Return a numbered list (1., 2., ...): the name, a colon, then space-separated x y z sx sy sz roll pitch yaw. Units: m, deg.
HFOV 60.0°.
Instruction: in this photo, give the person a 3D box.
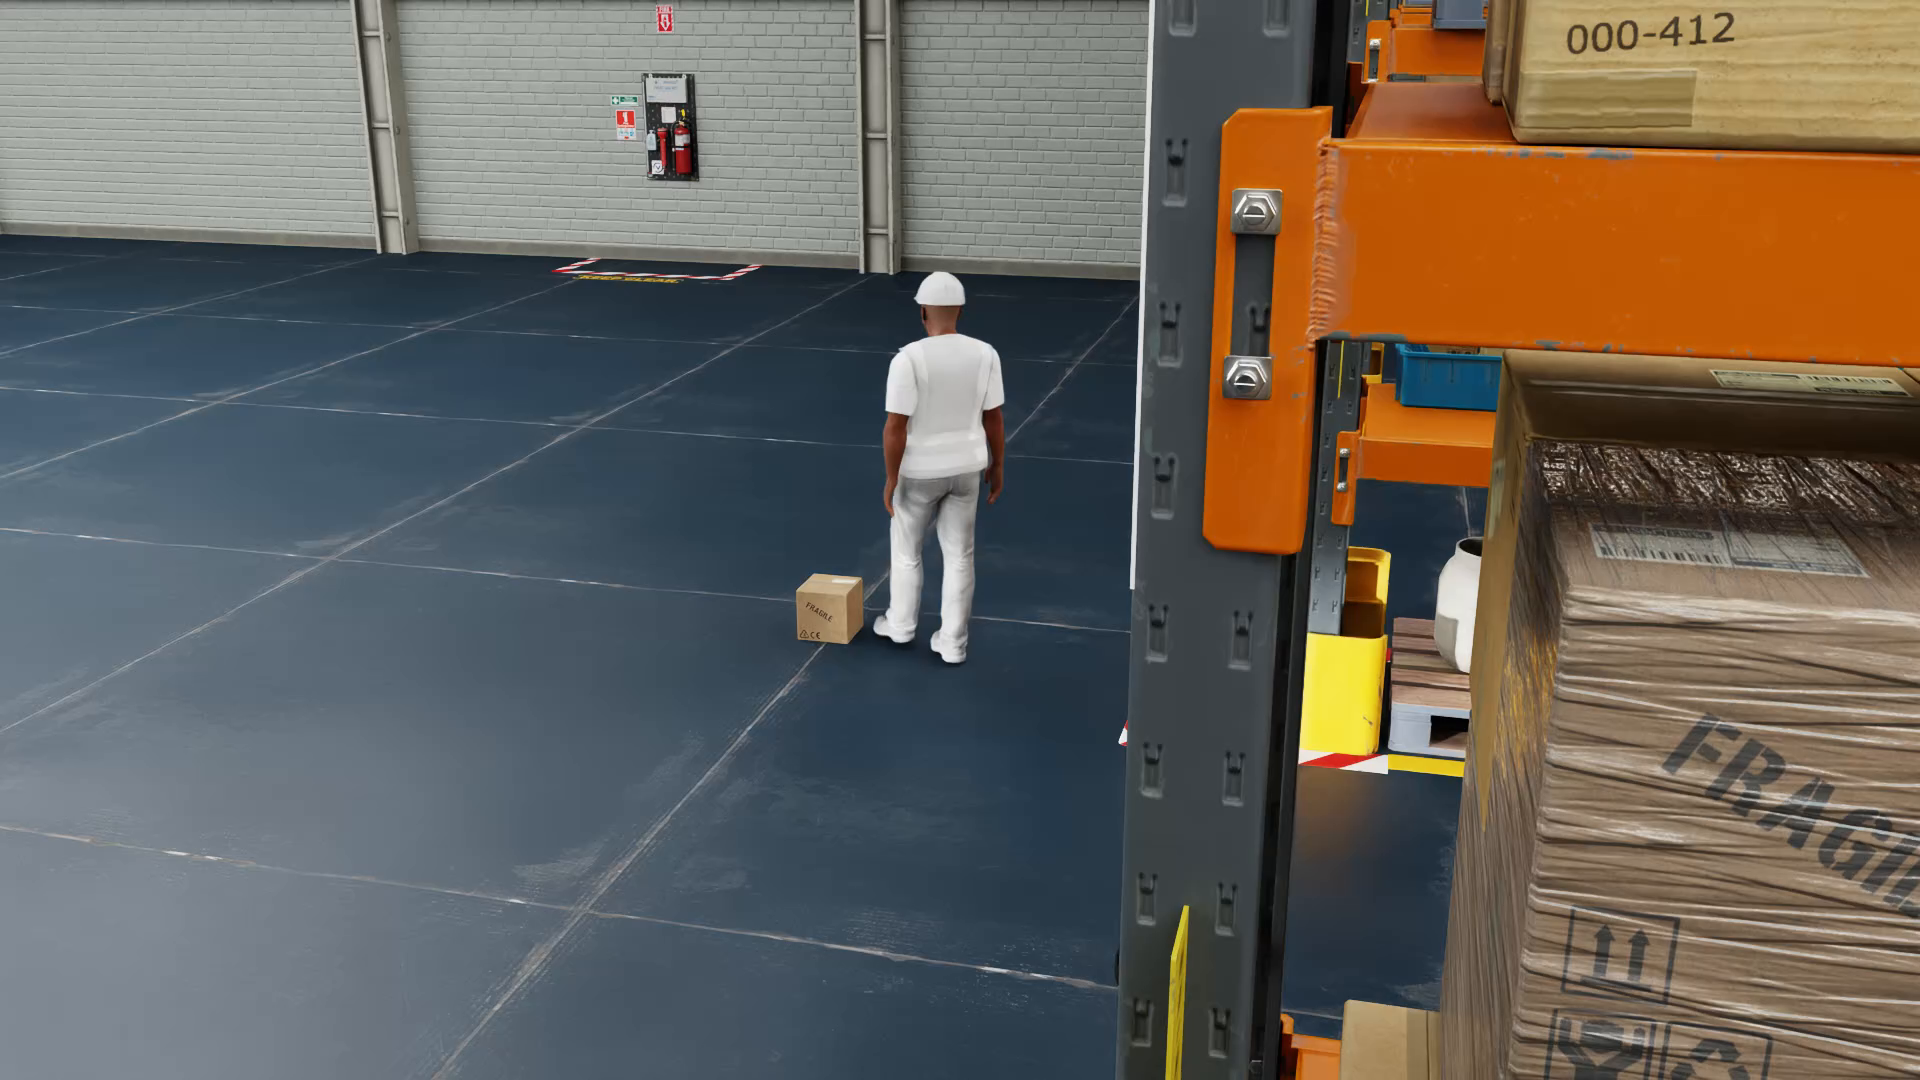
1. person: -0.129 -0.353 7.548 0.587 1.761 0.626 -7 19 -19
